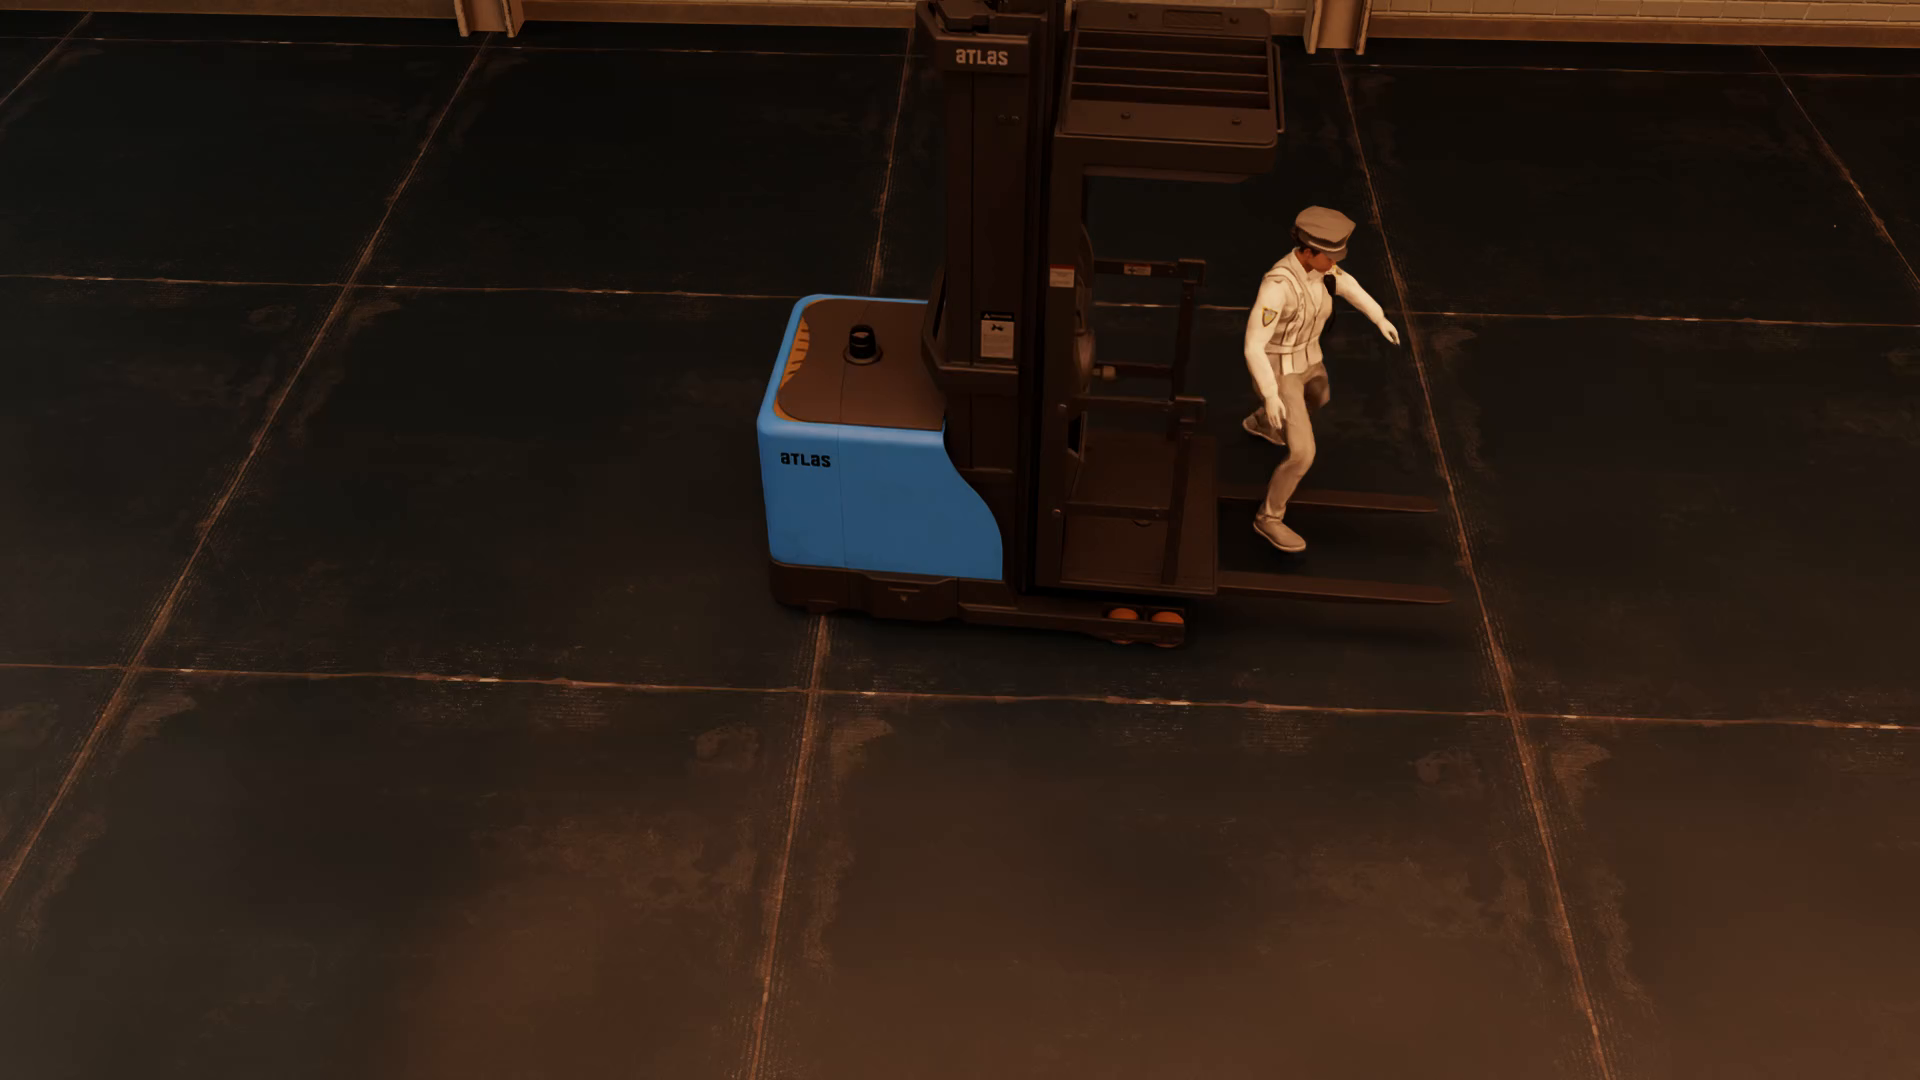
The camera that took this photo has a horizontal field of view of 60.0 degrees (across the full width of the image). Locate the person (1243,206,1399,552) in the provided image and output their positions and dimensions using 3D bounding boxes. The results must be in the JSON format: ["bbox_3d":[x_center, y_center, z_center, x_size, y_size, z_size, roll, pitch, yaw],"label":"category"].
[{"bbox_3d":[1.578,-0.815,7.678,0.794,1.554,0.922,32,51,30],"label":"person"}]

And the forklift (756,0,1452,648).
[{"bbox_3d":[0.691,-0.984,6.821,3.031,2.935,1.130,4,43,5],"label":"forklift"}]
